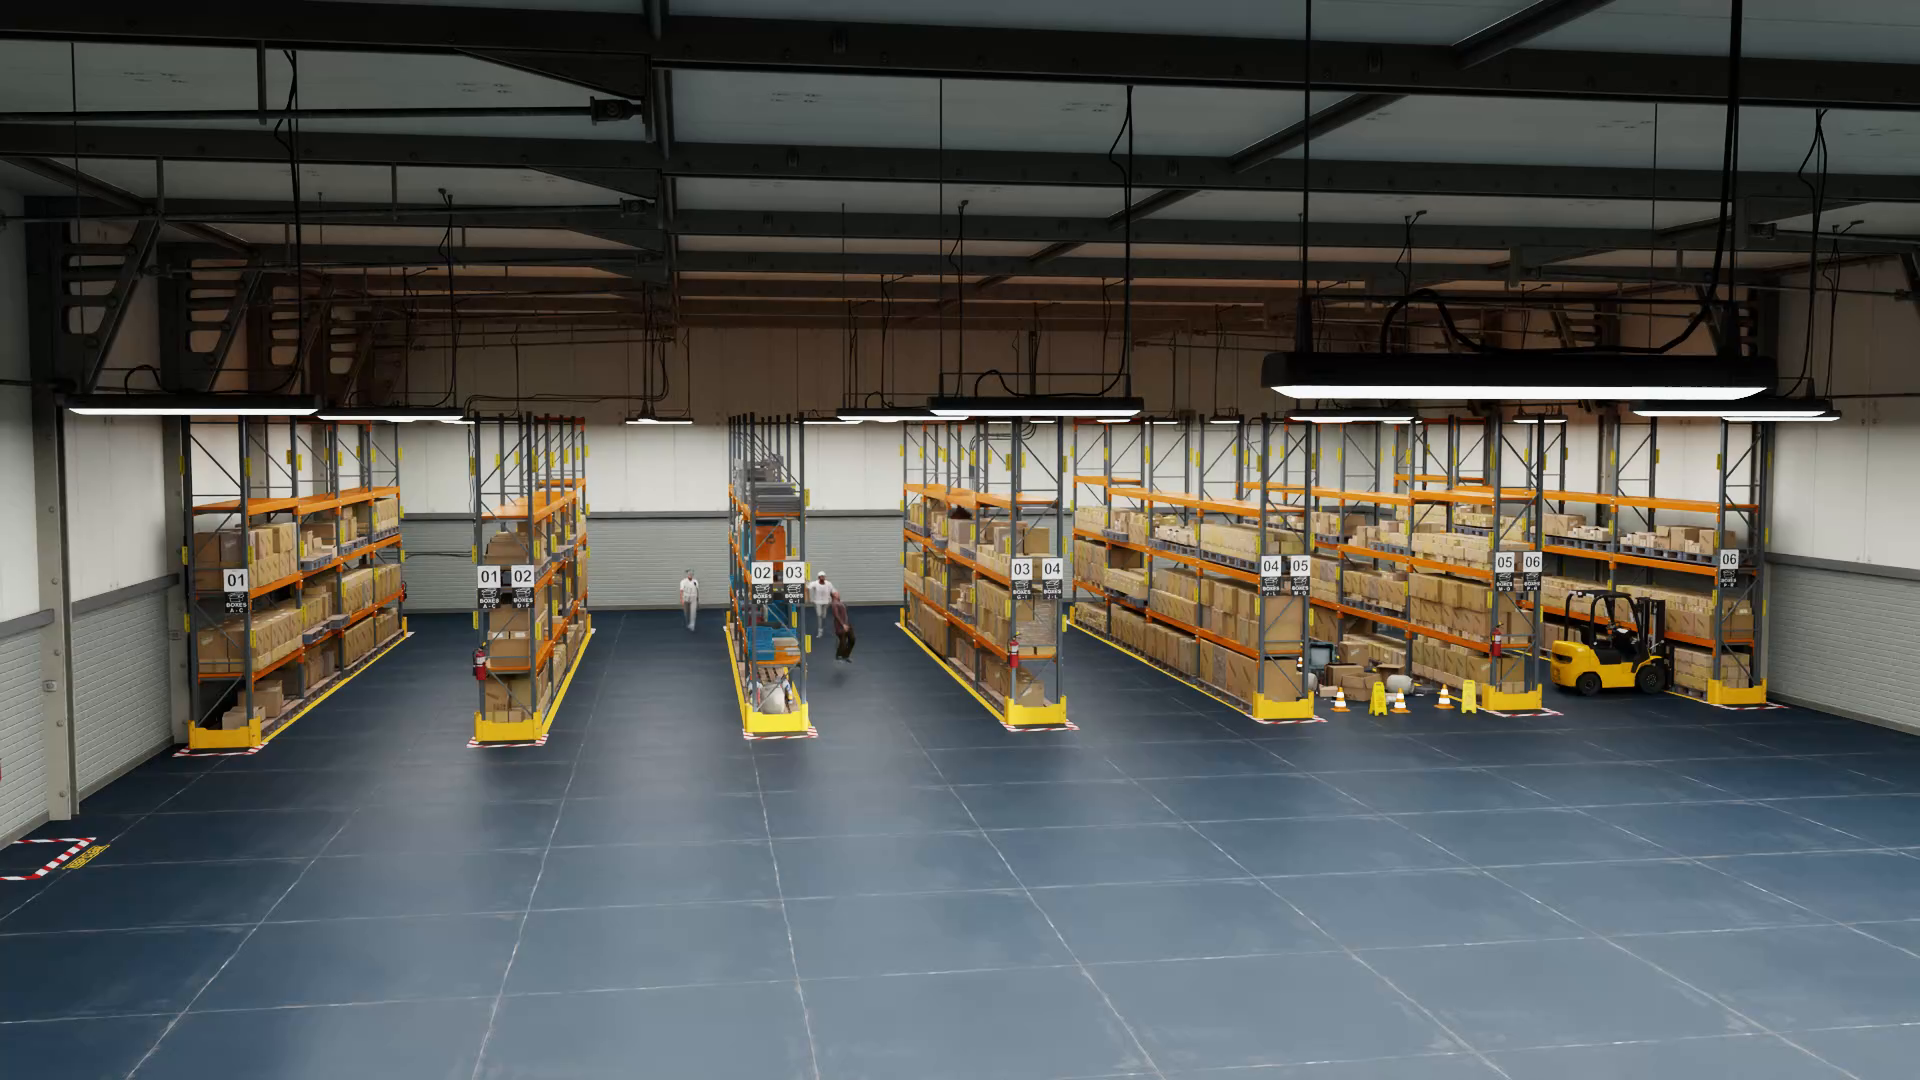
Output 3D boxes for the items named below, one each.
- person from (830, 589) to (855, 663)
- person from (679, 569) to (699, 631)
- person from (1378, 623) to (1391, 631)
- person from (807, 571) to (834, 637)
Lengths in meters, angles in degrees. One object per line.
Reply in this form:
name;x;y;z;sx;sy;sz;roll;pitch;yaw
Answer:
person;-2.730;2.011;38.765;0.672;1.718;0.653;3;5;38
person;-7.600;1.679;46.639;0.532;1.722;1.042;0;4;1
person;11.969;1.718;46.887;0.429;1.662;0.517;0;4;7
person;-3.790;1.725;45.427;0.756;1.737;1.016;-1;4;-12
